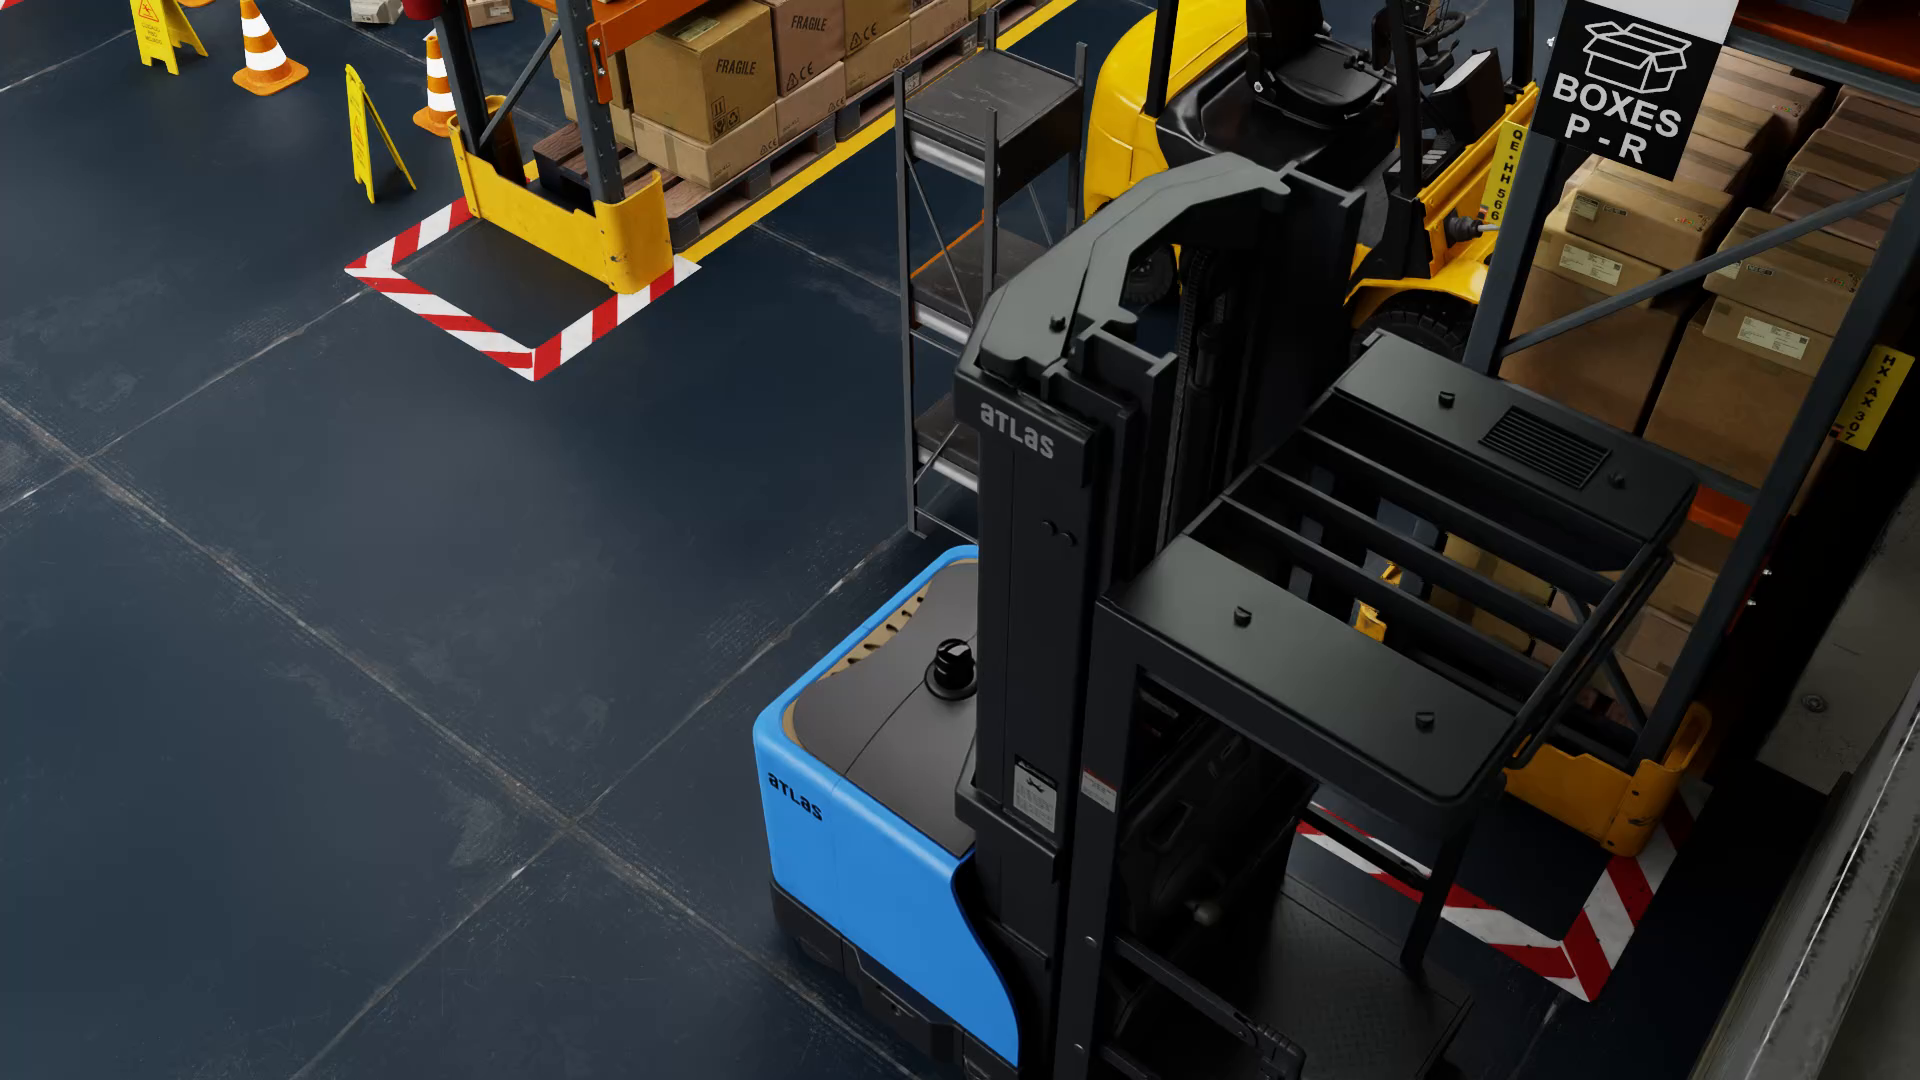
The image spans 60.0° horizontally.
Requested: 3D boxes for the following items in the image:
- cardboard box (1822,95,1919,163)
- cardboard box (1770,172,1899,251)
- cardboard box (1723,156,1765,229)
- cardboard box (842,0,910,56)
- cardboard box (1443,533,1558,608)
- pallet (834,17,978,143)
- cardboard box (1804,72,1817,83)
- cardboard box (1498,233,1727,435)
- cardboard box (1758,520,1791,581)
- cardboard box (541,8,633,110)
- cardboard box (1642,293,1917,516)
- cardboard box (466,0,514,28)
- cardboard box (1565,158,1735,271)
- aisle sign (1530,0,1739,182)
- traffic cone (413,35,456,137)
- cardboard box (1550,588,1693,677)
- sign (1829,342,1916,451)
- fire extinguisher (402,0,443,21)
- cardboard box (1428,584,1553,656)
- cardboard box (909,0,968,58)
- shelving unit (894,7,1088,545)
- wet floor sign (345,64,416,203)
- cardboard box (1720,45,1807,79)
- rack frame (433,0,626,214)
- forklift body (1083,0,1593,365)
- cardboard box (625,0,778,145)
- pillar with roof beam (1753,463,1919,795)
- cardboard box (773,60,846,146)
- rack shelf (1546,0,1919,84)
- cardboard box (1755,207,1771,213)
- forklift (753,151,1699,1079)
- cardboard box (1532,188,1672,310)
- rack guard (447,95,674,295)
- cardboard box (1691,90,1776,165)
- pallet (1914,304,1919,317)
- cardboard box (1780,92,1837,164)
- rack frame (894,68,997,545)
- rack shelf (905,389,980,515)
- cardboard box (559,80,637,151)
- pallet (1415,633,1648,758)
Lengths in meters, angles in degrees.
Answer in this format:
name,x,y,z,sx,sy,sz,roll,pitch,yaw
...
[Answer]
name,x,y,z,sx,sy,sz,roll,pitch,yaw
cardboard box,2.838,-1.183,5.083,0.380,0.149,0.250,29,53,25
cardboard box,2.550,-0.881,4.793,0.380,0.149,0.250,31,54,26
cardboard box,2.294,-1.159,5.265,0.380,0.149,0.250,30,53,26
cardboard box,-0.611,-2.881,8.521,0.500,0.500,0.500,30,53,26
cardboard box,2.014,-0.082,6.019,0.500,0.250,0.500,29,53,25
pallet,-0.649,-2.714,9.197,1.003,0.211,1.213,29,53,25
cardboard box,2.719,-1.623,5.708,0.380,0.149,0.250,30,53,25
cardboard box,2.057,-0.729,5.303,0.500,0.500,0.500,28,52,24
cardboard box,2.748,0.036,6.252,0.500,0.250,0.500,30,53,25
cardboard box,-1.683,-2.517,8.173,0.500,0.500,0.500,30,53,25
cardboard box,2.486,-0.492,5.077,0.500,0.500,0.500,31,54,26
cardboard box,-2.764,-3.147,9.654,0.250,0.149,0.380,-17,49,-15
cardboard box,2.016,-0.957,4.866,0.380,0.149,0.250,29,53,25
aisle sign,1.691,-1.287,4.108,0.394,0.787,0.004,29,53,25
traffic cone,-2.725,-2.429,8.751,0.336,0.463,0.334,29,53,25
cardboard box,2.415,0.158,5.790,0.500,0.250,0.500,30,53,26
sign,2.399,-0.375,4.380,0.100,0.325,0.005,29,53,25
fire extinguisher,-2.401,-2.601,7.214,0.296,0.674,0.183,29,53,25
cardboard box,2.001,0.099,6.192,0.500,0.250,0.500,30,53,25
cardboard box,-0.302,-2.918,9.075,0.500,0.250,0.500,30,53,26
shelving unit,0.101,-0.820,6.081,0.431,2.100,0.503,29,53,25
wet floor sign,-2.930,-2.041,8.253,0.232,0.644,0.267,-25,51,-22
cardboard box,2.563,-1.581,5.462,0.380,0.149,0.250,30,53,26
rack frame,-1.967,-2.489,7.054,1.000,3.000,0.127,29,53,25
forklift body,1.679,-1.896,7.073,2.313,2.155,1.214,29,53,25
cardboard box,-1.241,-2.297,7.962,0.500,0.500,0.500,28,52,24
pillar with roof beam,-0.304,-4.273,4.608,9.100,9.000,0.400,29,53,25
cardboard box,-0.937,-2.313,8.496,0.500,0.250,0.500,31,54,26
rack shelf,3.186,-2.229,5.228,1.077,0.370,4.000,29,53,25
cardboard box,2.477,-0.805,4.926,0.380,0.149,0.250,29,53,25
forklift,0.842,0.667,4.086,3.031,2.935,1.130,31,54,26
cardboard box,1.954,-0.878,4.997,0.380,0.149,0.250,30,53,25
rack guard,-1.920,-1.669,7.999,1.175,0.500,0.348,29,53,25
cardboard box,2.280,-1.273,5.168,0.380,0.149,0.250,30,53,26
pallet,3.890,-1.186,7.737,1.003,0.211,1.213,29,53,25
cardboard box,2.694,-1.315,5.863,0.500,0.500,0.500,28,53,24
rack frame,-0.048,-0.680,5.948,0.400,2.100,0.015,29,53,25
rack shelf,0.101,-0.327,6.597,0.431,0.518,0.480,29,53,25
cardboard box,-1.671,-2.280,8.465,0.500,0.250,0.500,29,53,25
pallet,2.398,0.210,6.403,1.003,0.211,1.213,29,53,25
